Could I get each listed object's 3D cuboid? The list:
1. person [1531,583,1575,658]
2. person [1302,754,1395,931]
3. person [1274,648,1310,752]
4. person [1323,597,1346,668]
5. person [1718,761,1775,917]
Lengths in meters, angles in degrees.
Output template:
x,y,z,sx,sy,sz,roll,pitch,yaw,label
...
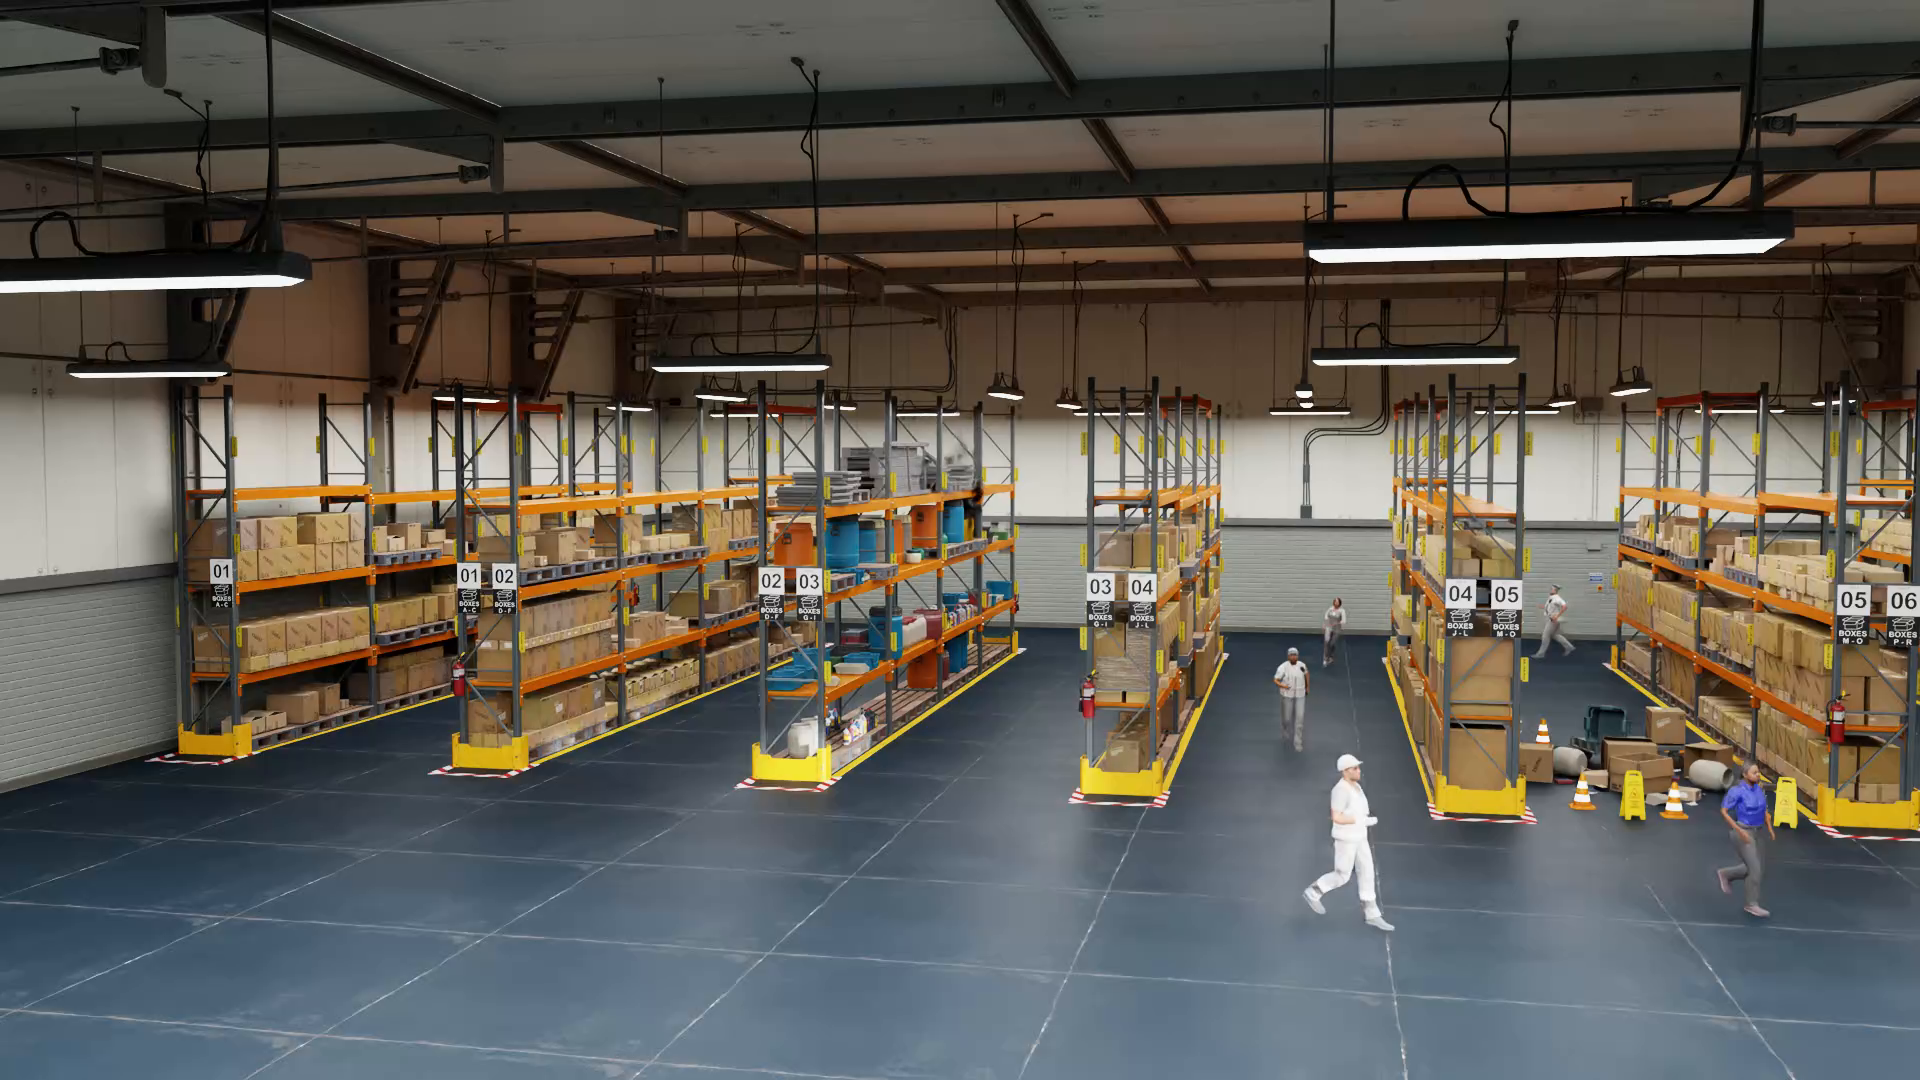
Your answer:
x,y,z,sx,sy,sz,roll,pitch,yaw,label
13.979,1.901,39.160,0.989,1.772,0.667,1,3,17,person
4.040,3.117,17.284,0.987,1.786,0.656,2,4,38,person
5.546,2.627,27.721,0.619,1.676,0.931,0,3,1,person
8.520,2.083,37.848,0.536,1.578,0.795,1,3,22,person
8.451,3.188,17.951,0.609,1.621,0.700,-2,4,-27,person
